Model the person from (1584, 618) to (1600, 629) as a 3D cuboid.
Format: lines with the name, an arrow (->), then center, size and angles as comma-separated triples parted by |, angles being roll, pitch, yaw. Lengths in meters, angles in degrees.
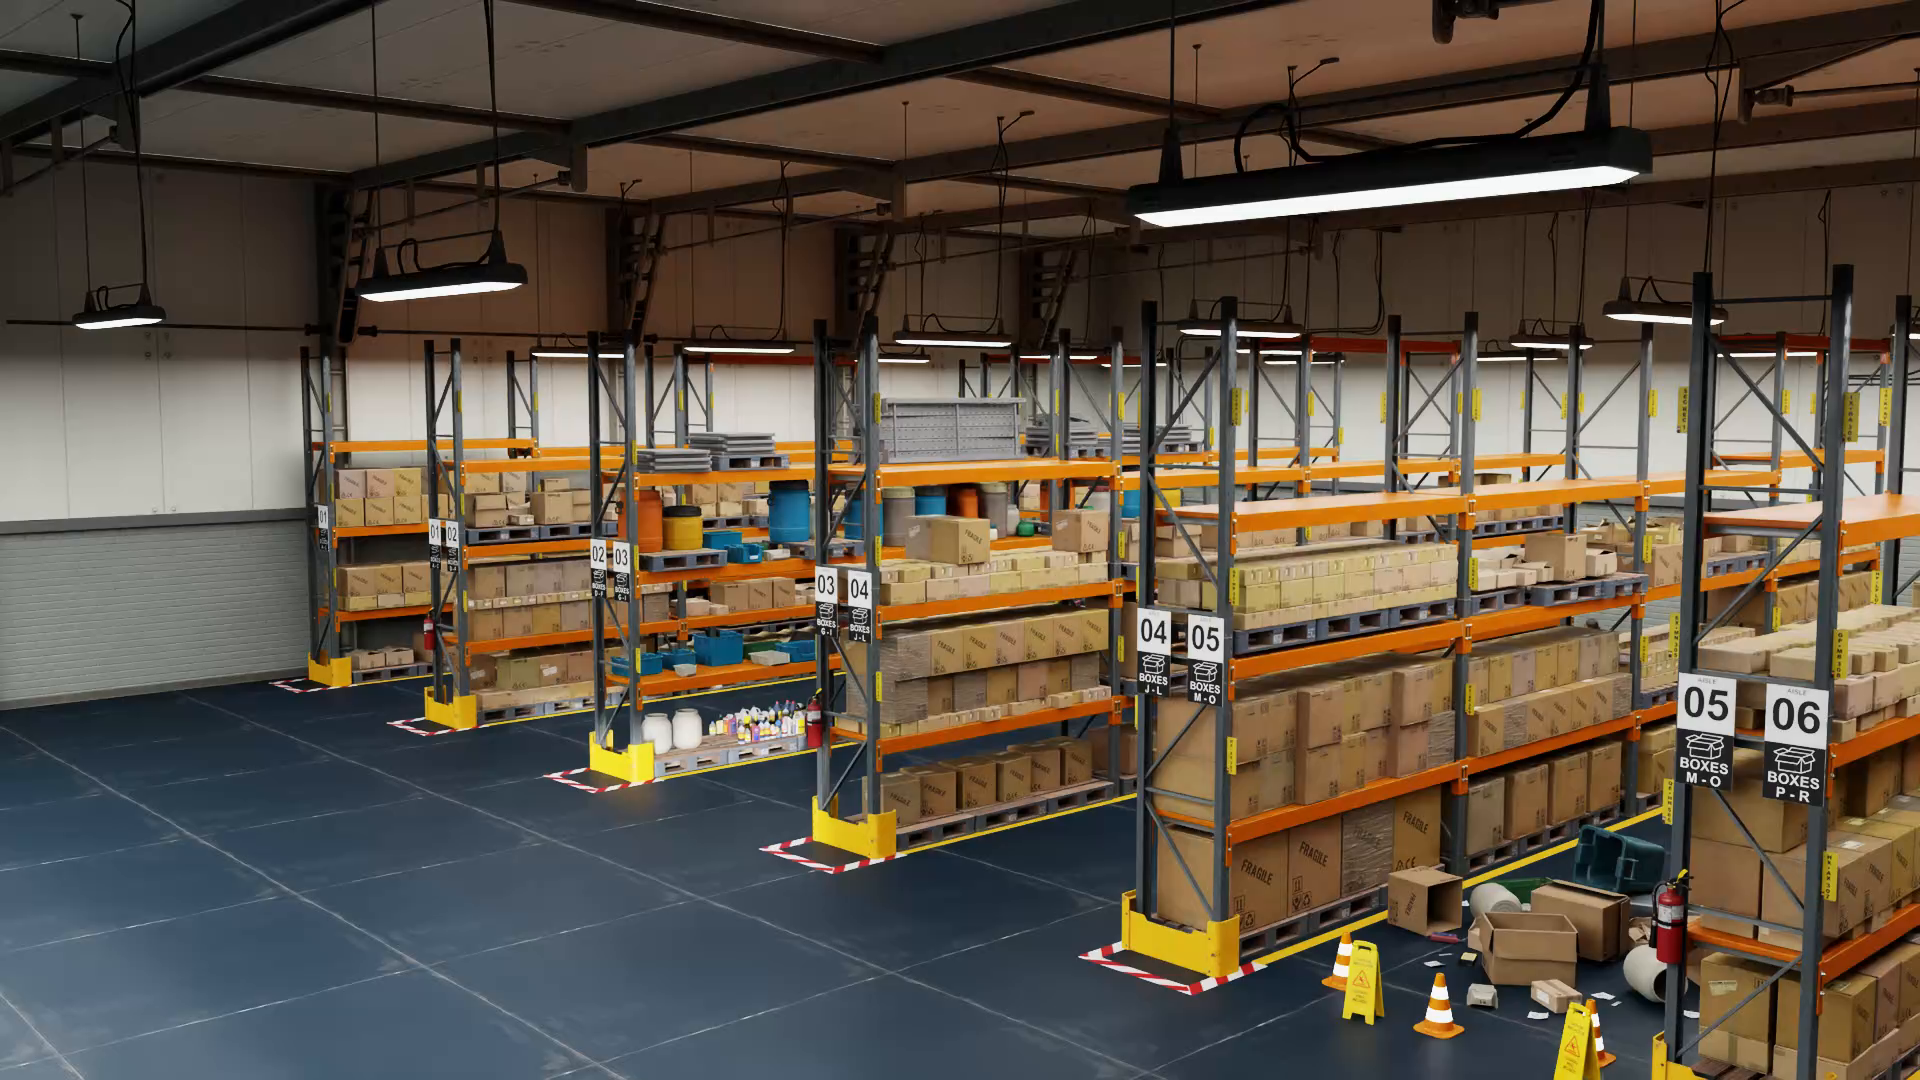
person -> 9.881, 2.055, 26.074 | 0.535, 1.650, 0.376 | -3, 6, -32
